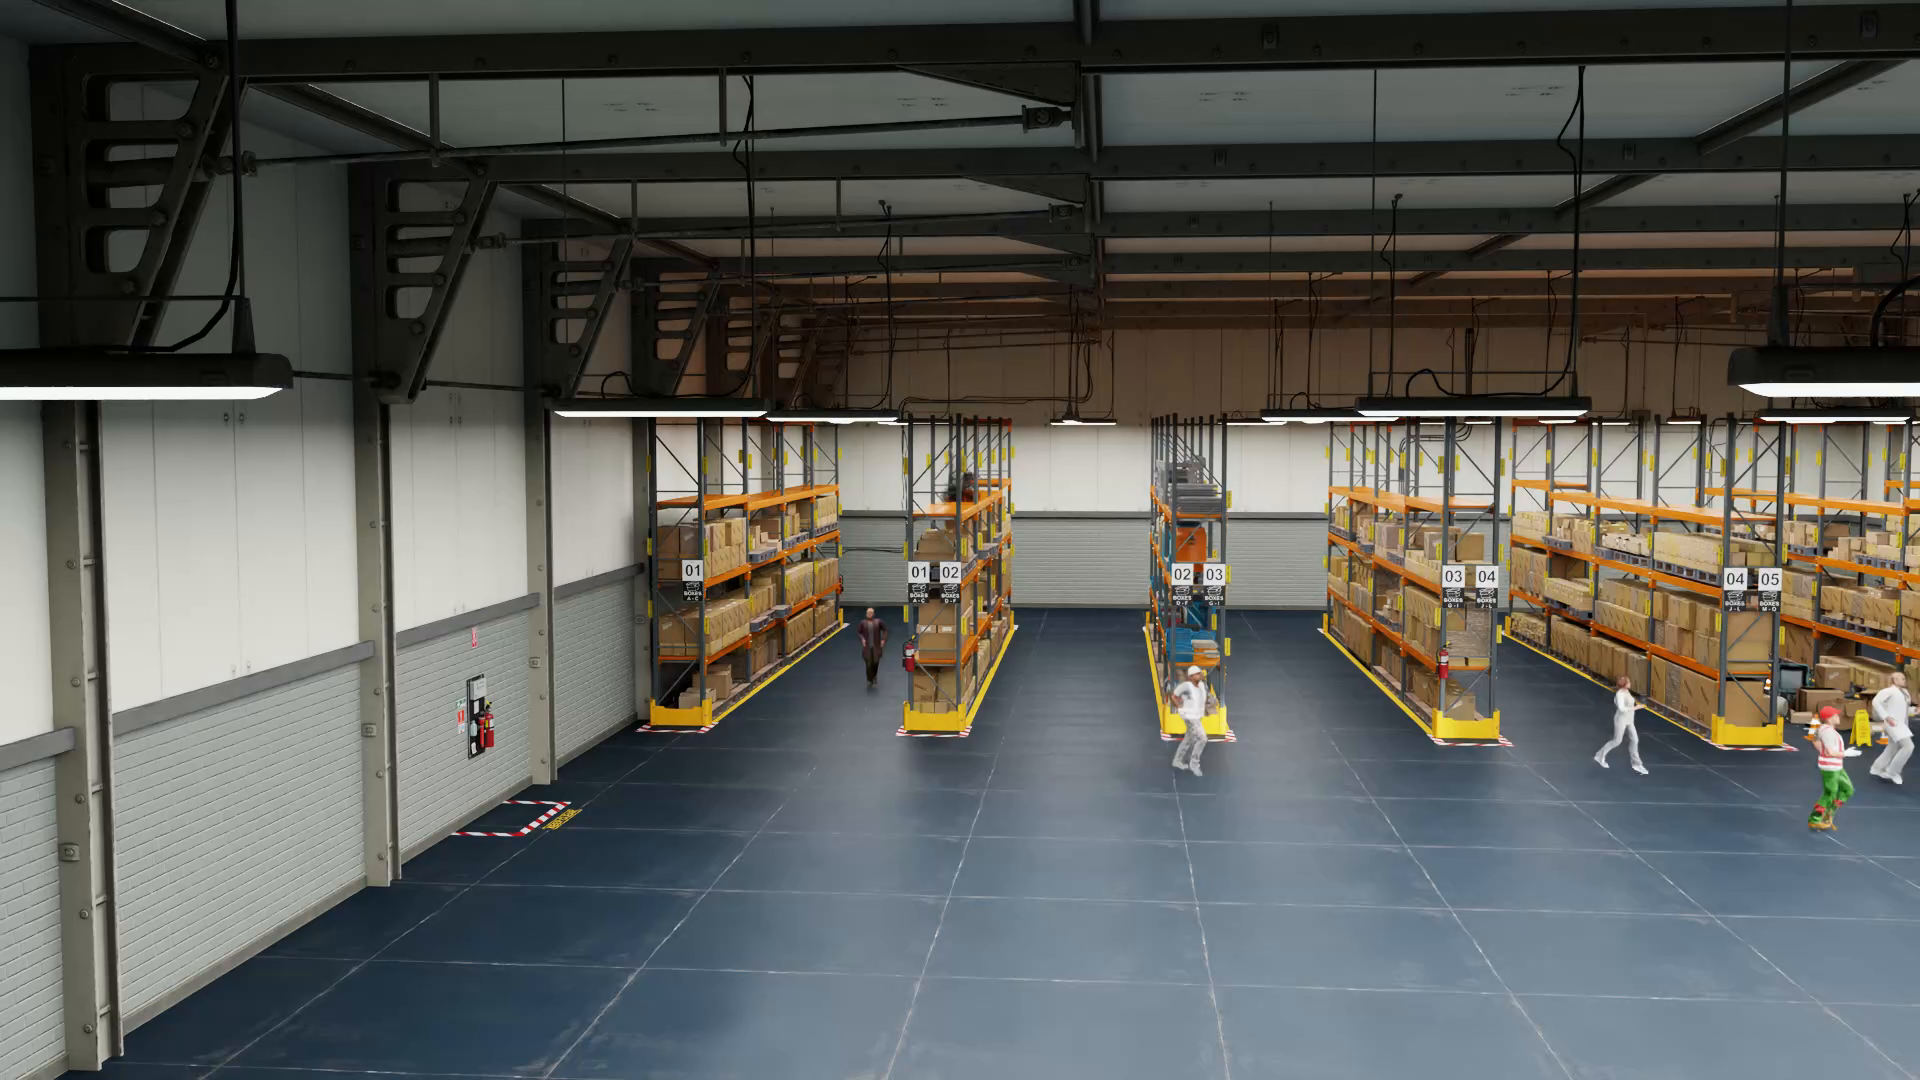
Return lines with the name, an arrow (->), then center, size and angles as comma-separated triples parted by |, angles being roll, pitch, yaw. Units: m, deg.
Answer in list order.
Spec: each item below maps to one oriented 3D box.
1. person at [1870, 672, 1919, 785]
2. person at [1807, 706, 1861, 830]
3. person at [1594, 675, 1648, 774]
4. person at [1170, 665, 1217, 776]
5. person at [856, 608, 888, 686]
person -> 15.134, 3.042, 26.844 | 0.679, 1.818, 0.803 | -3, 5, -40
person -> 12.404, 3.248, 23.573 | 0.645, 1.786, 0.634 | 2, 4, 29
person -> 10.997, 3.045, 27.583 | 0.835, 1.607, 0.529 | 3, 5, 41
person -> 3.882, 2.993, 27.585 | 0.762, 1.843, 0.644 | 2, 5, 32
person -> -1.959, 2.378, 36.775 | 0.696, 1.741, 0.613 | 0, 4, 2
